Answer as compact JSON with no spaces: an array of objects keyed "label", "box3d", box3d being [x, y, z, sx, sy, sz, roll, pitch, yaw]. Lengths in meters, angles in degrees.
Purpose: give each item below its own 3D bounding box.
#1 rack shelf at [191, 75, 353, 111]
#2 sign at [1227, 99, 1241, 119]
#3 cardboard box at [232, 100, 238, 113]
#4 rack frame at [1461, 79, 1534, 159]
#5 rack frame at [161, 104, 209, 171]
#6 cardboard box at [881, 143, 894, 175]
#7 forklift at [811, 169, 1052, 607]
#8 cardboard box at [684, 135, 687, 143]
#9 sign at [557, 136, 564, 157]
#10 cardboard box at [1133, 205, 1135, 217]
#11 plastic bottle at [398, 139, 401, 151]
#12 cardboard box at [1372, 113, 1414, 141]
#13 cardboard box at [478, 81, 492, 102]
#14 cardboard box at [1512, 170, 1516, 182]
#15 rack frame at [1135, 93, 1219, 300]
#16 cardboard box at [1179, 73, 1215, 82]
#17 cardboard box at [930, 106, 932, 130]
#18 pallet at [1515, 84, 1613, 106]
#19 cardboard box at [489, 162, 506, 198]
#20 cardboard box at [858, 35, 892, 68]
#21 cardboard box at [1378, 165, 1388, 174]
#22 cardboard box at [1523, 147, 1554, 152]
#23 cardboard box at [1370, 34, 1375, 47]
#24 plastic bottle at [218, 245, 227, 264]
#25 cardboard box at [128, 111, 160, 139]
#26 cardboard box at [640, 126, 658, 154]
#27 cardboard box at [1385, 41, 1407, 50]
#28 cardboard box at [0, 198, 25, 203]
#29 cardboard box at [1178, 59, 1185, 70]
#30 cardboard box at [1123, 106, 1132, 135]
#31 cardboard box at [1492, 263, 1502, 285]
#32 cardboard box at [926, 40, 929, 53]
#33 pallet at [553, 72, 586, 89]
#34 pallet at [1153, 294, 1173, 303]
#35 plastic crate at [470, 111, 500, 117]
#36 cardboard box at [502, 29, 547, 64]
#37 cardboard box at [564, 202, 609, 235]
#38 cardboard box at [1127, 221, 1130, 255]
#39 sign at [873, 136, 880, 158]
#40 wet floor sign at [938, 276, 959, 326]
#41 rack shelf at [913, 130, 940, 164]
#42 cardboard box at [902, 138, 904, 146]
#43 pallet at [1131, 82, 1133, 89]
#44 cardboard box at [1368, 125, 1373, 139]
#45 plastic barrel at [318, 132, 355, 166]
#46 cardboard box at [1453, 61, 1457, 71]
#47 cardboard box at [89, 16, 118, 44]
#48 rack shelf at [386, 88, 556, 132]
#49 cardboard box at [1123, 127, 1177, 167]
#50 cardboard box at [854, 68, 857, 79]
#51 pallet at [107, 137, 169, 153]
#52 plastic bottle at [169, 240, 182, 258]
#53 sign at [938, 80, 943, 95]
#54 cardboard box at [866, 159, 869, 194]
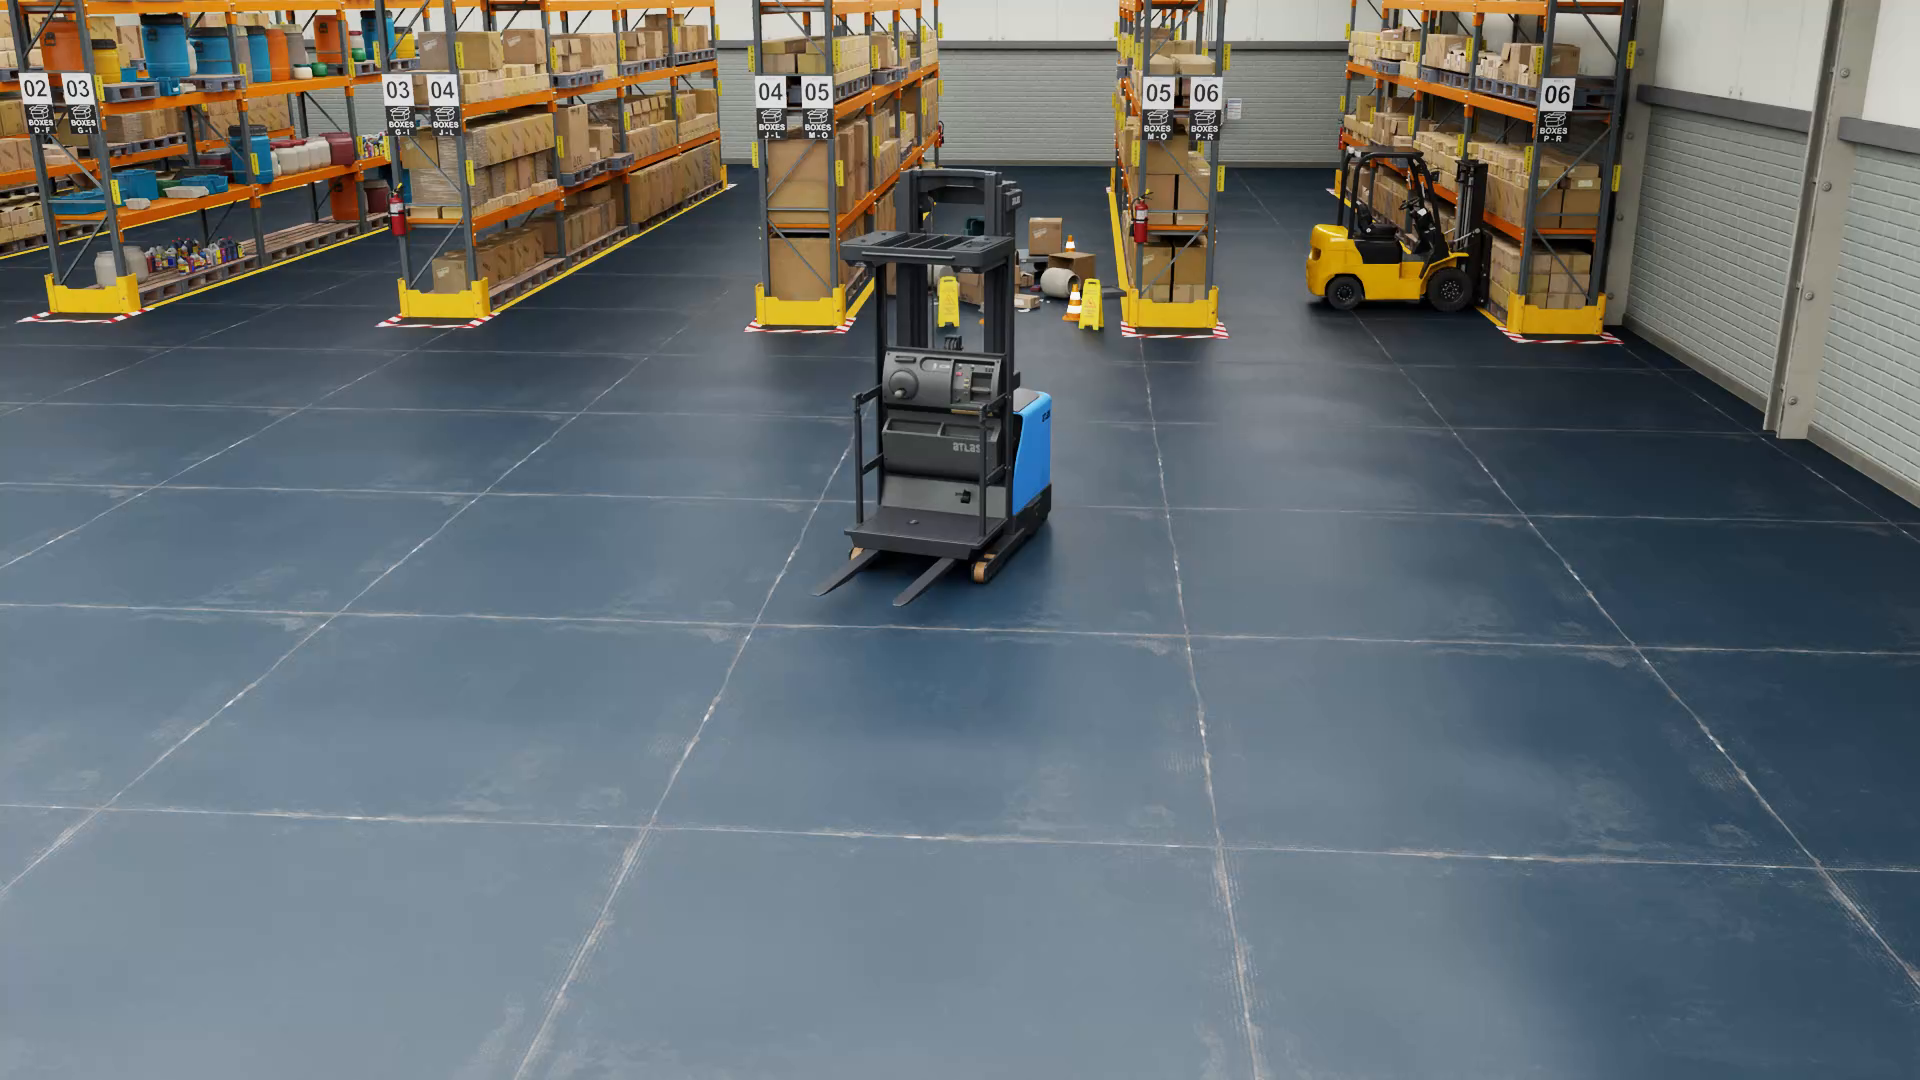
[{"label":"rack shelf","box3d":[-11.576,-7.549,27.981,1.077,0.370,4.000,1,18,4]},{"label":"sign","box3d":[6.938,-10.907,42.045,0.329,0.494,0.001,1,18,4]},{"label":"cardboard box","box3d":[-15.698,-9.423,35.597,0.500,0.500,0.500,1,18,2]},{"label":"rack frame","box3d":[8.056,-5.403,25.094,1.000,3.000,0.127,1,18,4]},{"label":"rack frame","box3d":[-16.087,-8.440,34.364,1.000,3.000,0.127,1,18,4]},{"label":"cardboard box","box3d":[-1.390,-6.425,28.054,0.500,0.500,0.500,1,18,3]},{"label":"forklift","box3d":[-0.209,-1.210,12.410,1.130,2.935,3.031,6,19,19]},{"label":"cardboard box","box3d":[-5.834,-8.265,34.232,0.380,0.149,0.250,1,18,2]},{"label":"sign","box3d":[-6.238,-6.135,25.939,0.100,0.325,0.005,1,18,4]},{"label":"cardboard box","box3d":[2.567,-4.512,22.780,0.380,0.149,0.250,2,18,5]},{"label":"plastic bottle","box3d":[-10.912,-7.687,32.252,0.061,0.283,0.133,1,18,4]},{"label":"cardboard box","box3d":[8.372,-7.989,32.152,0.700,0.500,0.500,2,18,5]},{"label":"cardboard box","box3d":[-6.743,-6.149,22.797,0.500,0.250,0.500,1,18,3]},{"label":"cardboard box","box3d":[7.612,-4.866,22.254,0.380,0.149,0.250,1,18,4]},{"label":"rack frame","box3d":[2.818,-4.270,21.637,1.000,3.000,0.127,1,18,4]},{"label":"cardboard box","box3d":[3.166,-6.072,22.082,0.500,0.250,0.500,1,18,3]},{"label":"cardboard box","box3d":[-0.870,-8.890,35.097,0.500,0.500,0.500,2,18,7]},{"label":"pallet","box3d":[7.846,-5.763,21.517,1.003,0.211,1.213,1,18,4]},{"label":"cardboard box","box3d":[-7.004,-5.162,23.723,0.875,0.500,0.500,1,18,4]},{"label":"cardboard box","box3d":[-1.398,-8.008,27.231,0.500,0.500,0.500,1,18,4]},{"label":"cardboard box","box3d":[8.399,-7.242,32.527,0.380,0.149,0.250,1,18,3]},{"label":"cardboard box","box3d":[8.314,-5.555,23.879,0.380,0.149,0.250,1,18,3]},{"label":"cardboard box","box3d":[8.453,-9.940,33.085,0.500,0.250,0.500,1,18,3]},{"label":"plastic bottle","box3d":[-11.462,-4.445,25.826,0.061,0.283,0.133,3,18,8]},{"label":"cardboard box","box3d":[-16.152,-8.137,32.605,0.700,0.500,0.500,-3,18,-10]},{"label":"cardboard box","box3d":[-6.081,-7.643,31.770,0.500,0.500,0.500,1,18,4]},{"label":"cardboard box","box3d":[8.170,-9.256,31.127,0.380,0.149,0.250,1,18,3]},{"label":"cardboard box","box3d":[-16.772,-5.880,29.390,0.500,0.311,0.500,1,18,2]},{"label":"cardboard box","box3d":[3.187,-6.533,22.848,0.380,0.149,0.250,2,18,5]},{"label":"cardboard box","box3d":[3.168,-7.444,29.556,0.500,0.500,0.500,1,18,2]},{"label":"cardboard box","box3d":[7.539,-3.604,22.544,0.500,0.250,0.500,1,18,3]},{"label":"cardboard box","box3d":[-0.902,-10.122,34.118,0.500,0.250,0.500,2,18,5]},{"label":"pallet","box3d":[-6.629,-7.259,26.243,1.213,0.211,1.003,1,18,4]},{"label":"pallet","box3d":[2.917,-3.220,22.911,1.003,0.211,1.213,1,18,4]},{"label":"plastic crate","box3d":[-10.697,-9.508,37.470,0.616,0.435,0.499,1,18,4]},{"label":"cardboard box","box3d":[-6.558,-7.440,25.053,0.500,0.500,0.500,1,18,2]},{"label":"cardboard box","box3d":[-6.548,-5.616,29.052,0.700,0.500,0.500,0,18,-1]},{"label":"cardboard box","box3d":[2.793,-4.584,25.133,0.500,0.500,0.500,2,18,7]},{"label":"sign","box3d":[-1.286,-6.028,25.486,0.100,0.325,0.005,1,18,4]},{"label":"wet floor sign","box3d":[-0.154,-3.177,22.083,0.267,0.644,0.232,-2,18,-6]},{"label":"rack shelf","box3d":[-1.123,-8.355,35.260,1.077,0.370,4.000,1,18,4]},{"label":"cardboard box","box3d":[-1.247,-7.382,30.864,0.380,0.149,0.250,2,18,6]},{"label":"pallet","box3d":[3.255,-7.038,25.568,1.213,0.211,1.003,1,18,4]},{"label":"cardboard box","box3d":[8.423,-8.121,33.153,0.500,0.250,0.500,2,18,5]},{"label":"plastic barrel","box3d":[-11.164,-7.000,29.750,0.600,0.536,0.708,1,18,4]},{"label":"cardboard box","box3d":[7.832,-7.304,25.648,0.380,0.149,0.250,1,18,4]},{"label":"cardboard box","box3d":[-16.263,-9.598,31.315,0.500,0.500,0.500,1,18,4]},{"label":"rack shelf","box3d":[-6.923,-6.196,23.853,1.077,0.370,4.000,1,18,4]},{"label":"cardboard box","box3d":[2.615,-5.415,22.888,0.700,0.500,0.500,1,18,3]},{"label":"cardboard box","box3d":[-1.655,-6.550,23.347,0.380,0.149,0.250,1,18,4]},{"label":"pallet","box3d":[-16.239,-7.711,32.447,1.003,0.211,1.213,1,18,4]},{"label":"plastic bottle","box3d":[-12.205,-4.494,25.869,0.144,0.351,0.185,1,18,2]},{"label":"sign","box3d":[-0.427,-10.000,36.757,0.100,0.325,0.005,1,18,4]},{"label":"cardboard box","box3d":[-1.854,-5.548,25.296,0.875,0.550,0.550,1,18,4]}]
